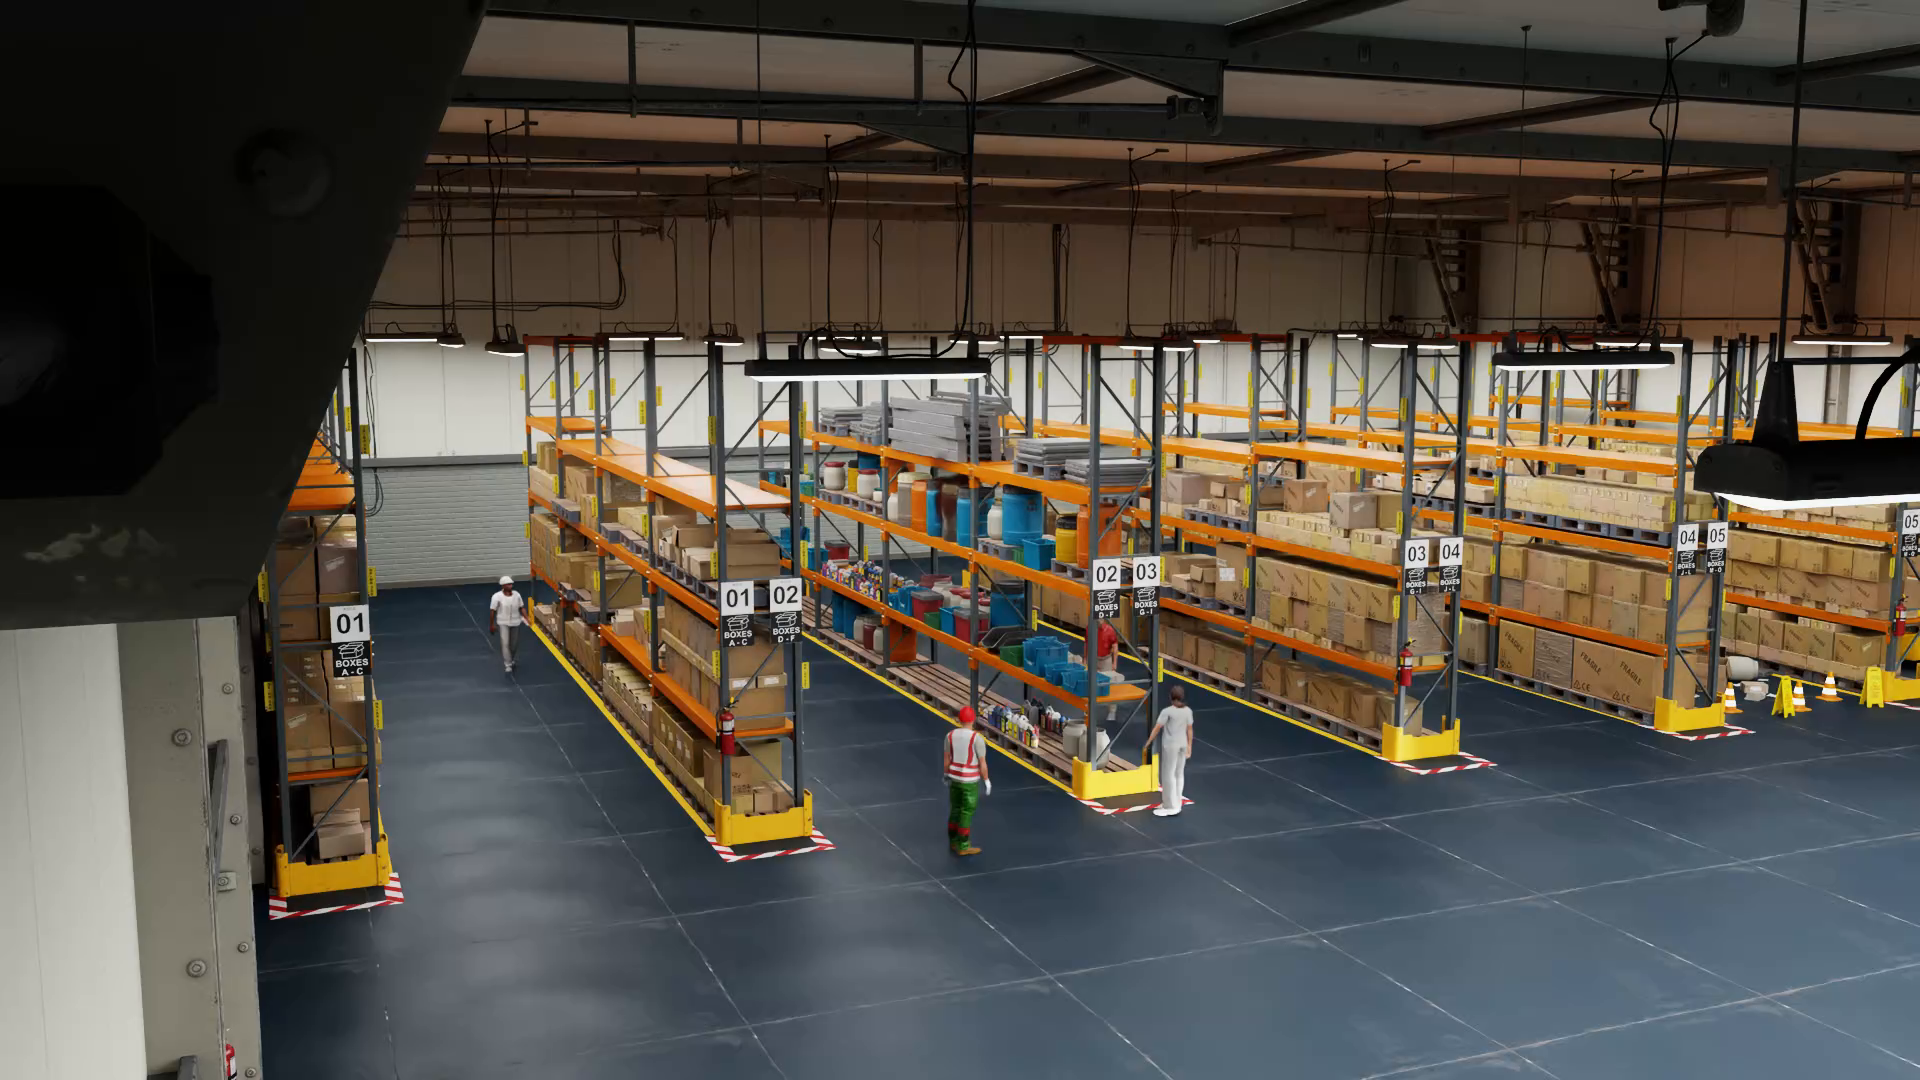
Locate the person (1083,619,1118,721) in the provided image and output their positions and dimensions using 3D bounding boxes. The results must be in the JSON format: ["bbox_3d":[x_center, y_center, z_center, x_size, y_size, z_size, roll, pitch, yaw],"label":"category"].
[{"bbox_3d":[2.209,1.970,26.380,0.621,1.727,0.408,4,9,28],"label":"person"}]

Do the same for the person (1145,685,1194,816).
[{"bbox_3d":[2.684,2.673,21.320,0.508,1.688,0.507,-5,9,-32],"label":"person"}]

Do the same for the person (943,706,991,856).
[{"bbox_3d":[0.079,2.840,19.728,0.441,1.799,0.620,-7,10,-43],"label":"person"}]

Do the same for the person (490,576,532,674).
[{"bbox_3d":[-8.083,1.502,29.897,0.713,1.718,1.058,-3,8,-23],"label":"person"}]
